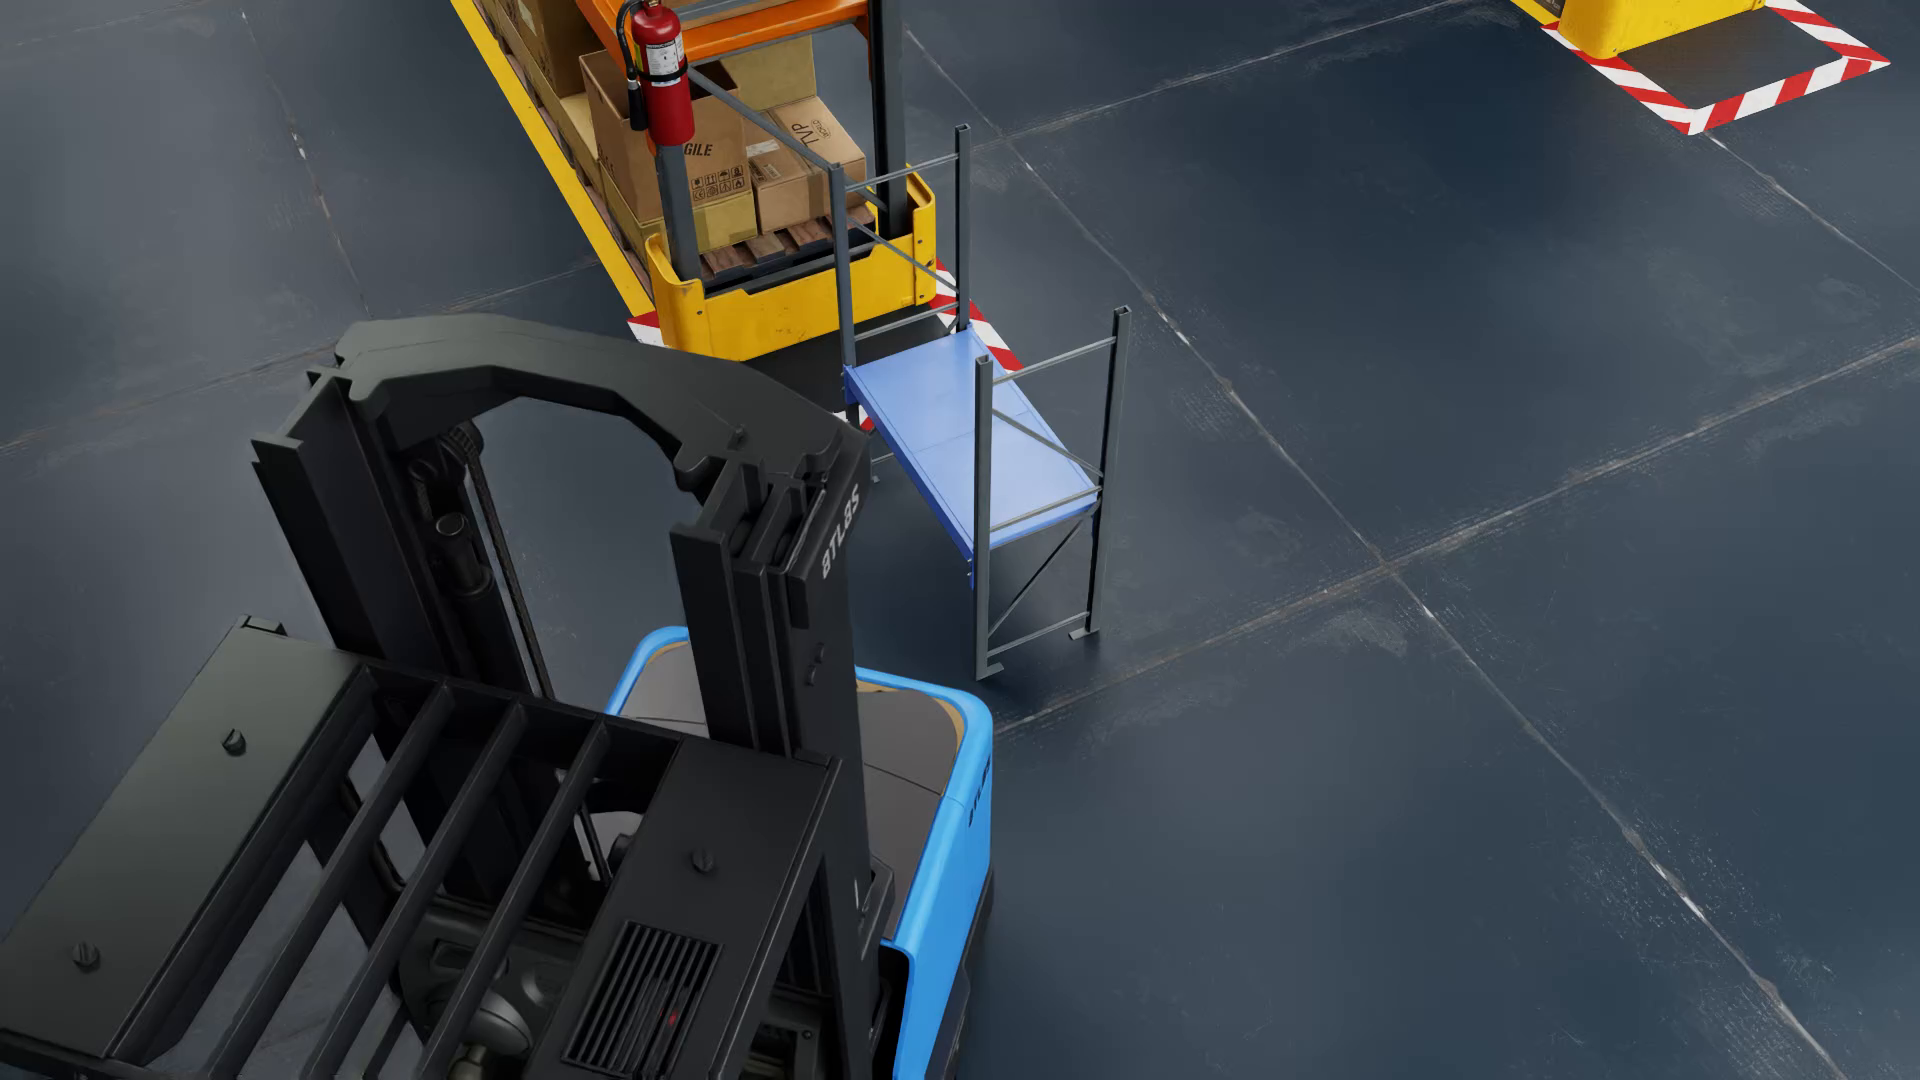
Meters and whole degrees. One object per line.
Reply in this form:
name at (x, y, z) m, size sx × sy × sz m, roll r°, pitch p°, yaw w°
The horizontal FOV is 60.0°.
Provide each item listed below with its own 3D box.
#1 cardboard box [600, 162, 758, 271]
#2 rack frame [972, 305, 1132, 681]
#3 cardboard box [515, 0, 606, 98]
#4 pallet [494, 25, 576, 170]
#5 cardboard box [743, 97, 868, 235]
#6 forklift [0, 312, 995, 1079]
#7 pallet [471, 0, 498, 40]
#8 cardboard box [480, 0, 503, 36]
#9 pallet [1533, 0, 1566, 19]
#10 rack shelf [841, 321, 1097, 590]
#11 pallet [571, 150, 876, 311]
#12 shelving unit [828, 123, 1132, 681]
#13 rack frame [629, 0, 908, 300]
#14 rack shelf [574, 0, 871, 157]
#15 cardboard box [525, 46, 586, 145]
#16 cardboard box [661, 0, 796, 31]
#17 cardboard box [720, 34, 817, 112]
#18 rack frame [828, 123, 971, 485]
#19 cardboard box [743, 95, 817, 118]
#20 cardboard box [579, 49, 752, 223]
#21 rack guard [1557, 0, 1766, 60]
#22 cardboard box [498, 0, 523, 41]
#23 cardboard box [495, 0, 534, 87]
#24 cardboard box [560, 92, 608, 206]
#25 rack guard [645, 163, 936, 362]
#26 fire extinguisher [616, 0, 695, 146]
cardboard box at (-1.197, -1.455, 7.078) m, size 0.500 × 0.250 × 0.500 m, roll -21°, pitch 52°, yaw -18°
rack frame at (0.272, -0.096, 5.338) m, size 0.500 × 1.500 × 0.032 m, roll -21°, pitch 52°, yaw -18°
cardboard box at (-1.669, -2.366, 7.376) m, size 0.500 × 0.500 × 0.500 m, roll -21°, pitch 52°, yaw -18°
pallet at (-1.630, -2.360, 8.174) m, size 1.003 × 0.211 × 1.213 m, roll -21°, pitch 52°, yaw -18°
cardboard box at (-0.736, -1.634, 7.234) m, size 0.500 × 0.250 × 0.500 m, roll -21°, pitch 52°, yaw -18°
forklift at (-0.790, 1.133, 3.312) m, size 1.130 × 2.935 × 3.031 m, roll 12°, pitch 50°, yaw 10°
pallet at (-2.192, -3.178, 8.889) m, size 1.003 × 0.211 × 1.213 m, roll -21°, pitch 52°, yaw -18°
cardboard box at (-2.128, -2.788, 8.243) m, size 0.500 × 0.250 × 0.500 m, roll -21°, pitch 52°, yaw -18°
pallet at (3.274, -3.331, 9.023) m, size 1.003 × 0.211 × 1.213 m, roll -21°, pitch 52°, yaw -18°
rack shelf at (0.039, -0.318, 5.771) m, size 0.538 × 0.185 × 1.000 m, roll -21°, pitch 52°, yaw -18°
pallet at (-1.076, -1.545, 7.461) m, size 1.003 × 0.211 × 1.213 m, roll -21°, pitch 52°, yaw -18°
shelving unit at (0.039, -0.437, 5.636) m, size 0.538 × 1.500 × 1.048 m, roll -21°, pitch 52°, yaw -18°
rack frame at (-0.689, -1.965, 5.976) m, size 1.000 × 3.000 × 0.127 m, roll -21°, pitch 52°, yaw -18°
rack shelf at (-1.604, -3.067, 7.417) m, size 1.077 × 0.370 × 4.000 m, roll -21°, pitch 52°, yaw -18°
cardboard box at (-1.667, -2.120, 7.659) m, size 0.500 × 0.250 × 0.500 m, roll -21°, pitch 52°, yaw -18°
cardboard box at (-0.891, -2.315, 6.215) m, size 0.700 × 0.500 × 0.500 m, roll -21°, pitch 52°, yaw -18°
cardboard box at (-0.967, -2.215, 7.244) m, size 0.500 × 0.500 × 0.500 m, roll -21°, pitch 52°, yaw -18°
rack frame at (-0.194, -0.777, 5.933) m, size 0.500 × 1.500 × 0.032 m, roll -21°, pitch 52°, yaw -18°
cardboard box at (-0.968, -1.967, 7.525) m, size 0.500 × 0.250 × 0.500 m, roll -21°, pitch 52°, yaw -18°
cardboard box at (-1.199, -1.701, 6.795) m, size 0.500 × 0.500 × 0.500 m, roll -21°, pitch 52°, yaw -18°
rack guard at (3.641, -2.880, 8.437) m, size 1.175 × 0.500 × 0.348 m, roll -21°, pitch 52°, yaw -18°
cardboard box at (-1.897, -2.701, 7.669) m, size 0.500 × 0.500 × 0.500 m, roll -21°, pitch 52°, yaw -18°
cardboard box at (-1.894, -2.455, 7.952) m, size 0.500 × 0.250 × 0.500 m, roll -21°, pitch 52°, yaw -18°
cardboard box at (-1.436, -1.786, 7.367) m, size 0.500 × 0.250 × 0.500 m, roll -21°, pitch 52°, yaw -18°
rack guard at (-0.678, -1.126, 6.903) m, size 1.175 × 0.500 × 0.348 m, roll -21°, pitch 52°, yaw -18°
fire extinguisher at (-1.047, -1.701, 5.796) m, size 0.296 × 0.674 × 0.183 m, roll -21°, pitch 52°, yaw -18°
